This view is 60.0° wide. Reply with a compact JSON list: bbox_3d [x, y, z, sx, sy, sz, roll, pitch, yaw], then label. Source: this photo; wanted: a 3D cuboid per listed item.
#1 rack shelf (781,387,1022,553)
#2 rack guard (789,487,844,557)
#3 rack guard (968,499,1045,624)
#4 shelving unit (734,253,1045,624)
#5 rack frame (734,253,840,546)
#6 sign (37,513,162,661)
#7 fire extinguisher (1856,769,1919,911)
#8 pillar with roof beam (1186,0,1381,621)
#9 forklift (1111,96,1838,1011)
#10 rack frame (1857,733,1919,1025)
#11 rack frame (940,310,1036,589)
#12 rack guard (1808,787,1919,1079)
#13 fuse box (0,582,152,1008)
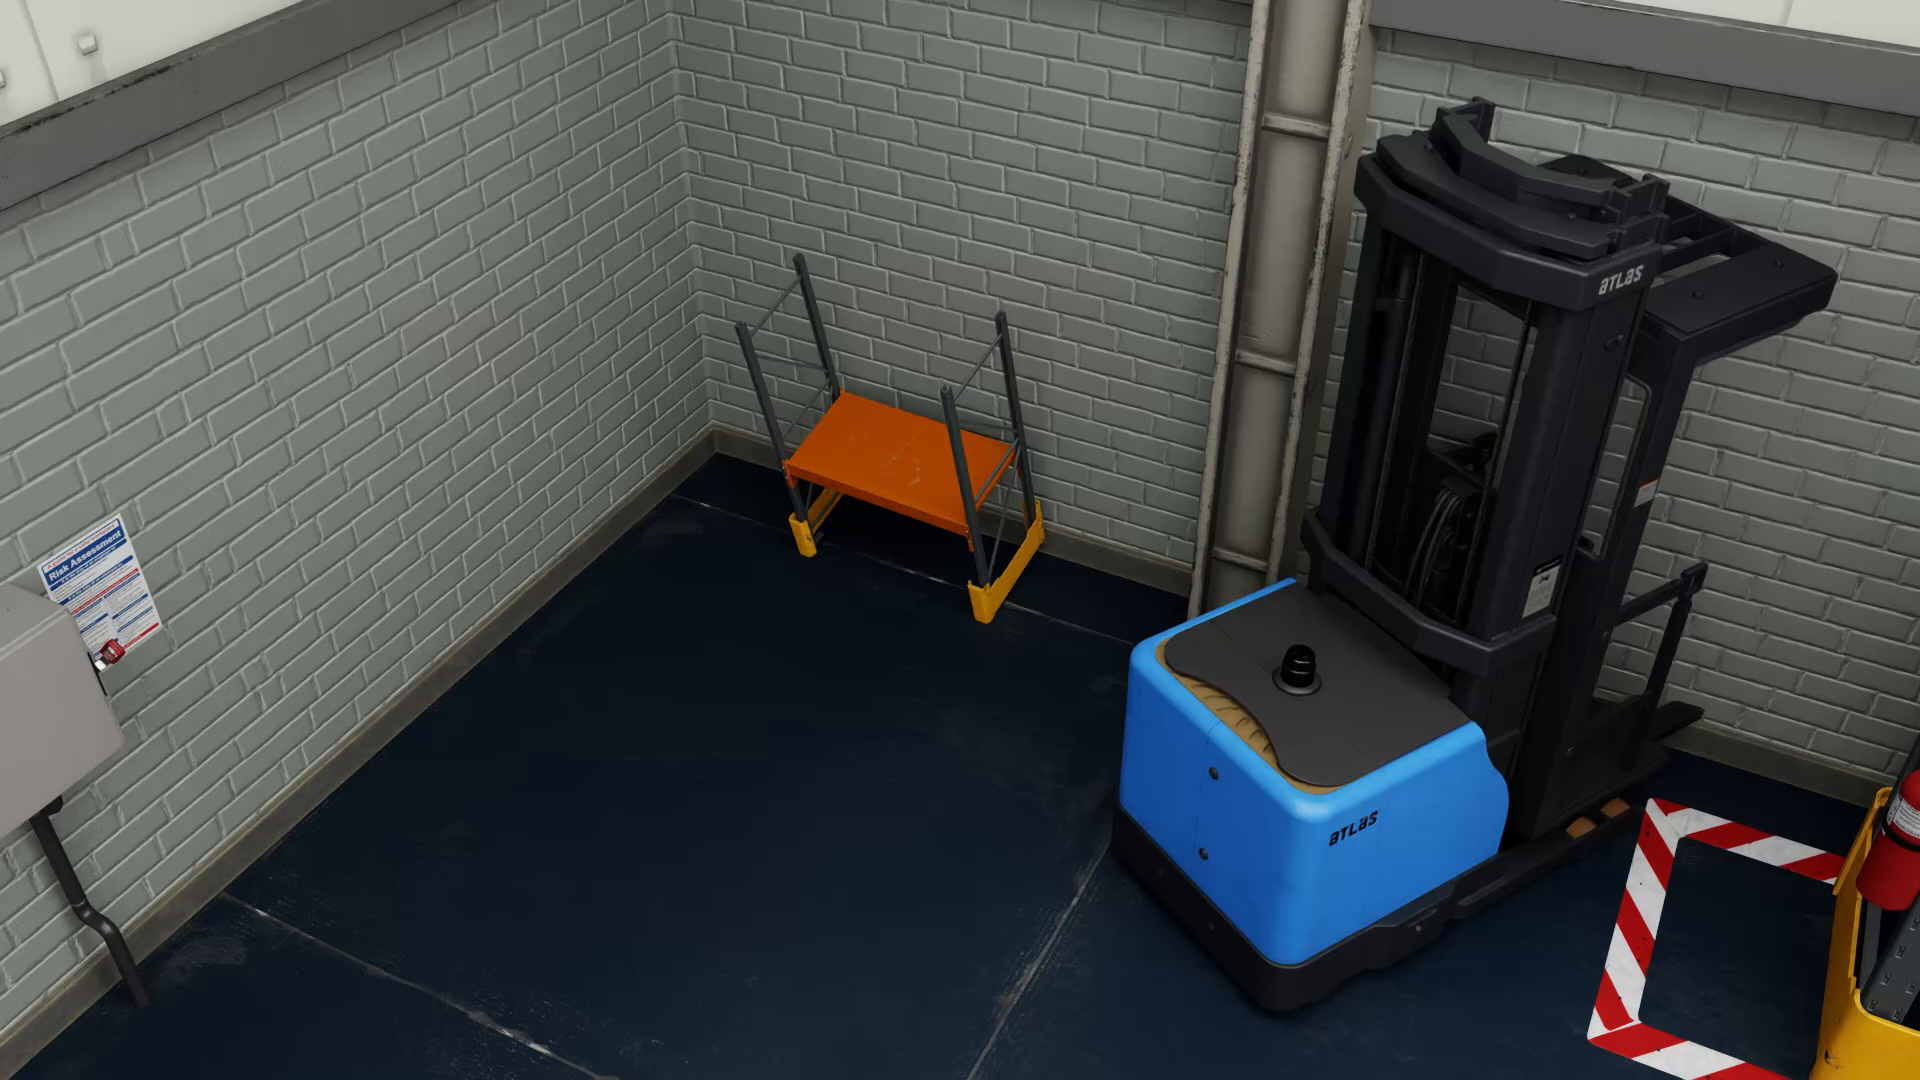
[{"bbox_3d":[-0.258,-0.337,7.674,1.000,0.185,0.538,20,57,24],"label":"rack shelf"},{"bbox_3d":[-0.634,-0.210,8.220,0.087,0.250,0.587,20,57,24],"label":"rack guard"},{"bbox_3d":[0.223,0.094,7.815,0.087,0.250,0.587,20,57,24],"label":"rack guard"},{"bbox_3d":[-0.290,-0.453,7.540,1.083,1.500,0.587,20,57,24],"label":"shelving unit"},{"bbox_3d":[-0.720,-0.606,7.743,0.032,1.500,0.500,20,57,24],"label":"rack frame"},{"bbox_3d":[-2.895,0.194,5.612,0.001,0.494,0.329,17,41,21],"label":"sign"},{"bbox_3d":[2.920,0.842,5.052,0.183,0.674,0.296,17,41,21],"label":"fire extinguisher"},{"bbox_3d":[-0.696,-0.857,1.956,0.400,9.000,9.100,17,41,21],"label":"pillar with roof beam"},{"bbox_3d":[2.122,-0.155,6.050,3.031,2.935,1.130,-21,42,-25],"label":"forklift"},{"bbox_3d":[3.263,0.455,5.189,0.127,3.000,1.000,17,41,21],"label":"rack frame"},{"bbox_3d":[0.155,-0.295,7.330,0.032,1.500,0.500,20,57,24],"label":"rack frame"},{"bbox_3d":[3.331,1.472,5.917,0.348,0.500,1.175,17,41,21],"label":"rack guard"},{"bbox_3d":[-2.938,0.992,5.548,0.414,1.711,0.539,17,41,21],"label":"fuse box"}]
